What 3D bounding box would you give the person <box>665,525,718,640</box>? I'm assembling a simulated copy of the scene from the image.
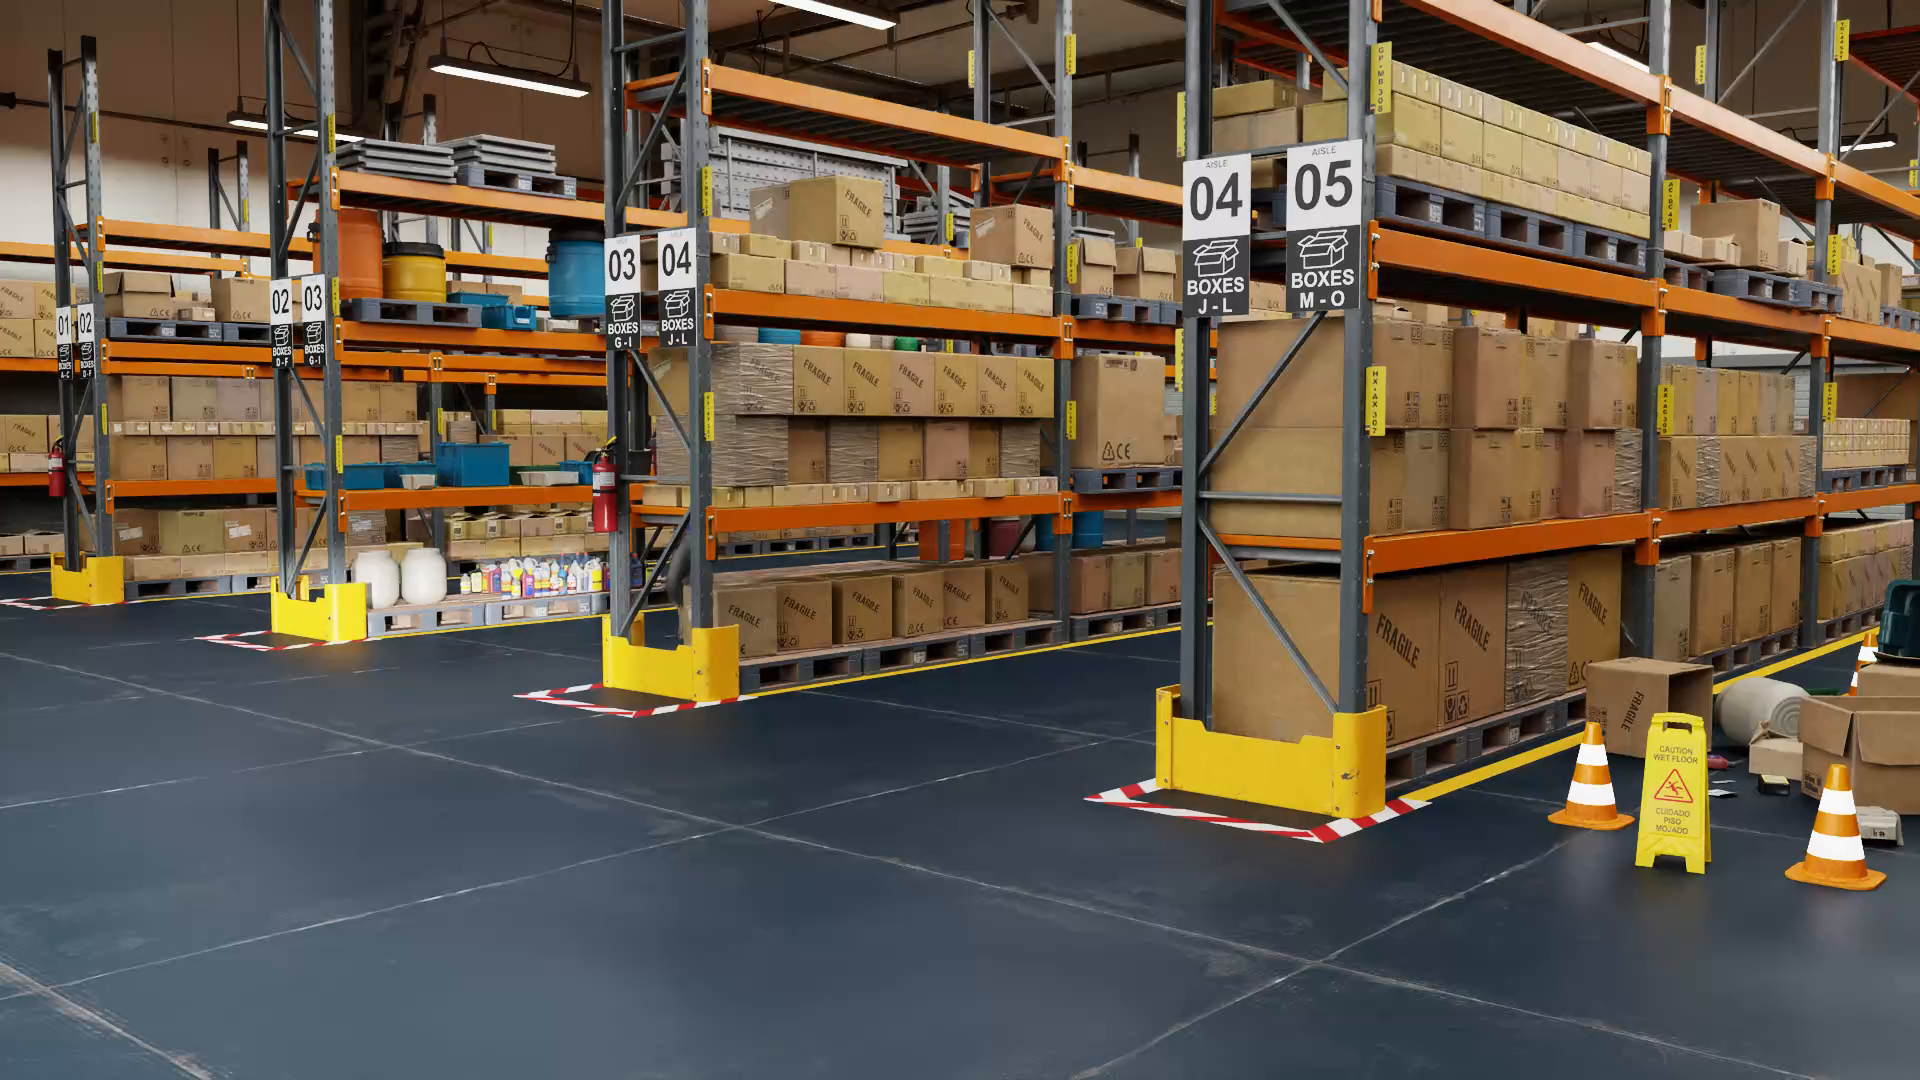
[{"bbox_3d":[-2.345,0.072,14.674,0.594,1.617,0.476,2,4,28],"label":"person"}]
